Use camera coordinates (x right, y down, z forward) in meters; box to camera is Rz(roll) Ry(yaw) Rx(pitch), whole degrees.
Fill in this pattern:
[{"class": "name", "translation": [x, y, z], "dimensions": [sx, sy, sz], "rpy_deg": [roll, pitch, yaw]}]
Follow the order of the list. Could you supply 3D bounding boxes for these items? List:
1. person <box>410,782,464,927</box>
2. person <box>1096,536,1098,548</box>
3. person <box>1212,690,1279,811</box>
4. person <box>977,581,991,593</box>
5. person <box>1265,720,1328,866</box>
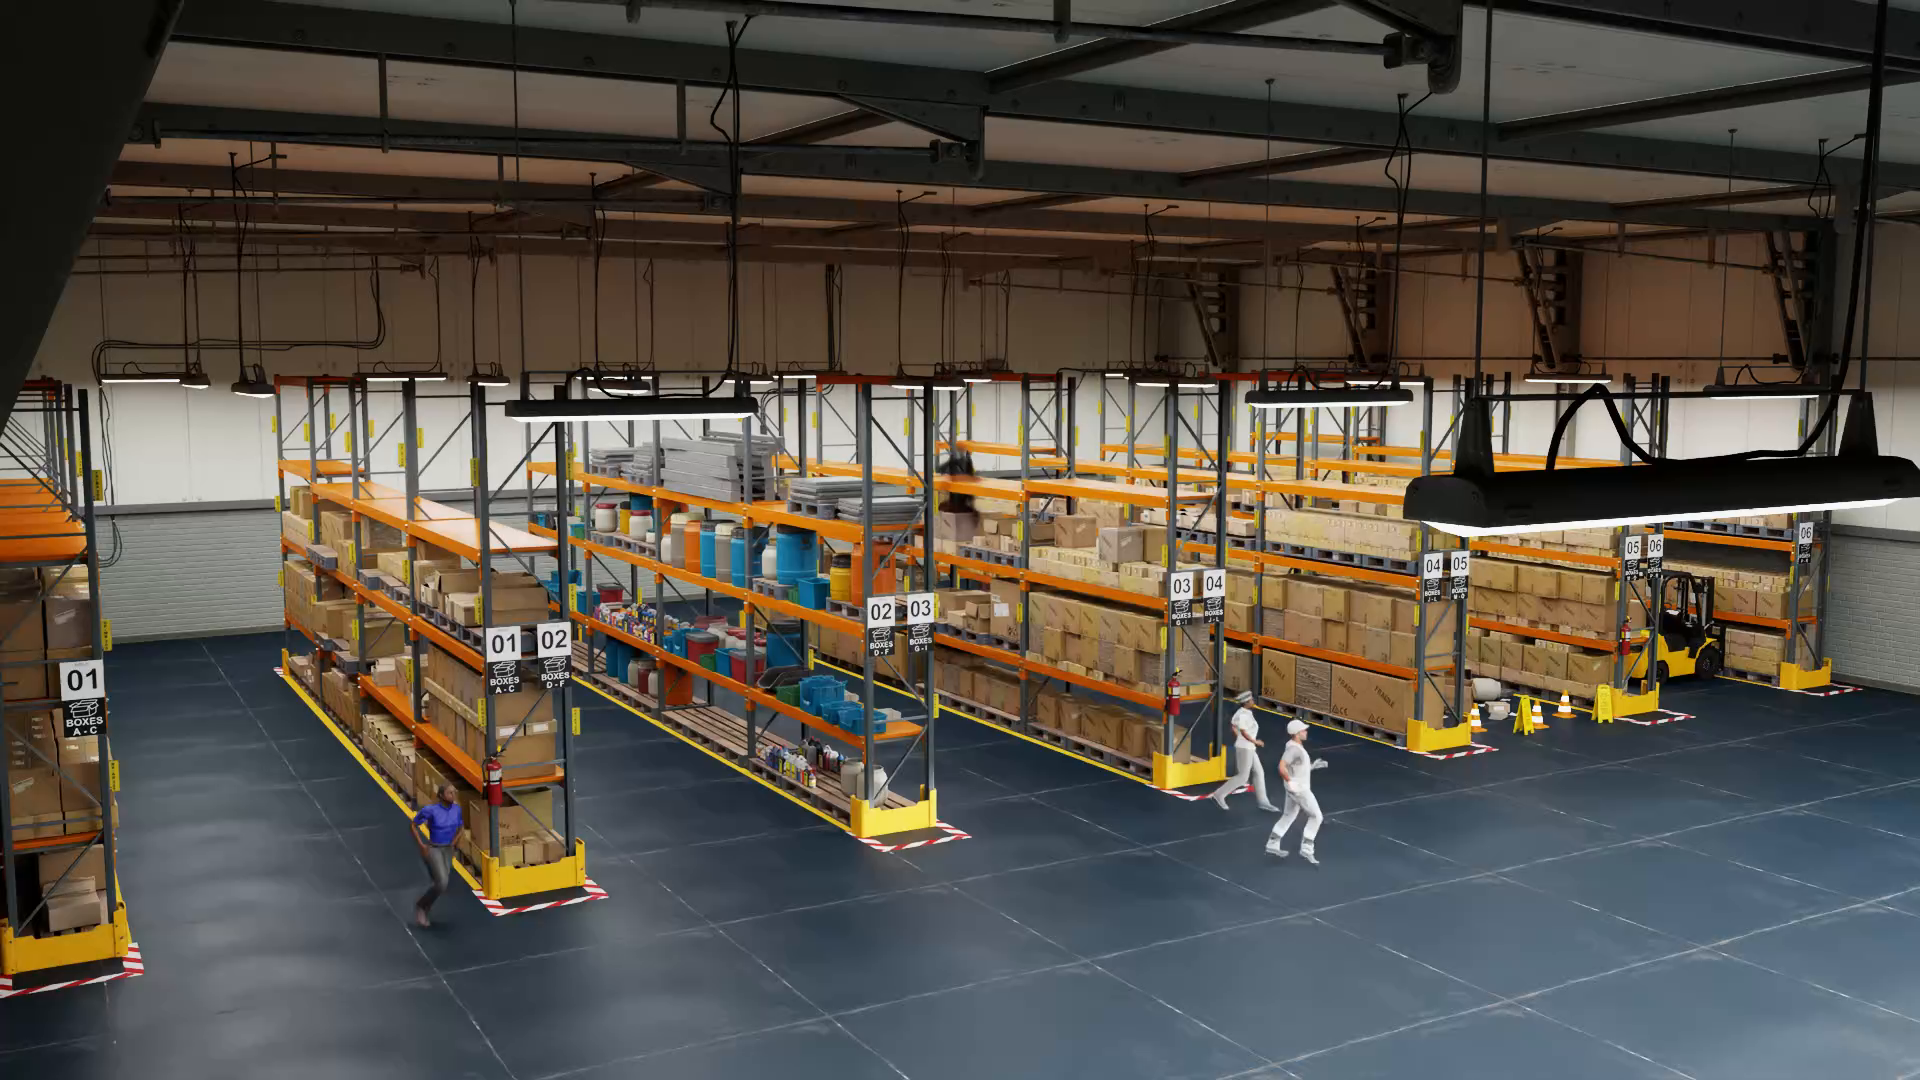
[{"class": "person", "translation": [-5.827, 3.509, 18.632], "dimensions": [0.581, 1.586, 0.620], "rpy_deg": [4, 8, 36]}, {"class": "person", "translation": [3.448, 0.577, 44.647], "dimensions": [0.942, 1.765, 0.757], "rpy_deg": [1, 6, 12]}, {"class": "person", "translation": [4.016, 2.945, 23.329], "dimensions": [0.924, 1.665, 0.661], "rpy_deg": [1, 6, 8]}, {"class": "person", "translation": [0.620, 0.932, 41.948], "dimensions": [0.597, 1.659, 0.614], "rpy_deg": [4, 7, 30]}, {"class": "person", "translation": [4.235, 3.164, 20.846], "dimensions": [0.767, 1.838, 0.647], "rpy_deg": [0, 6, 0]}]
